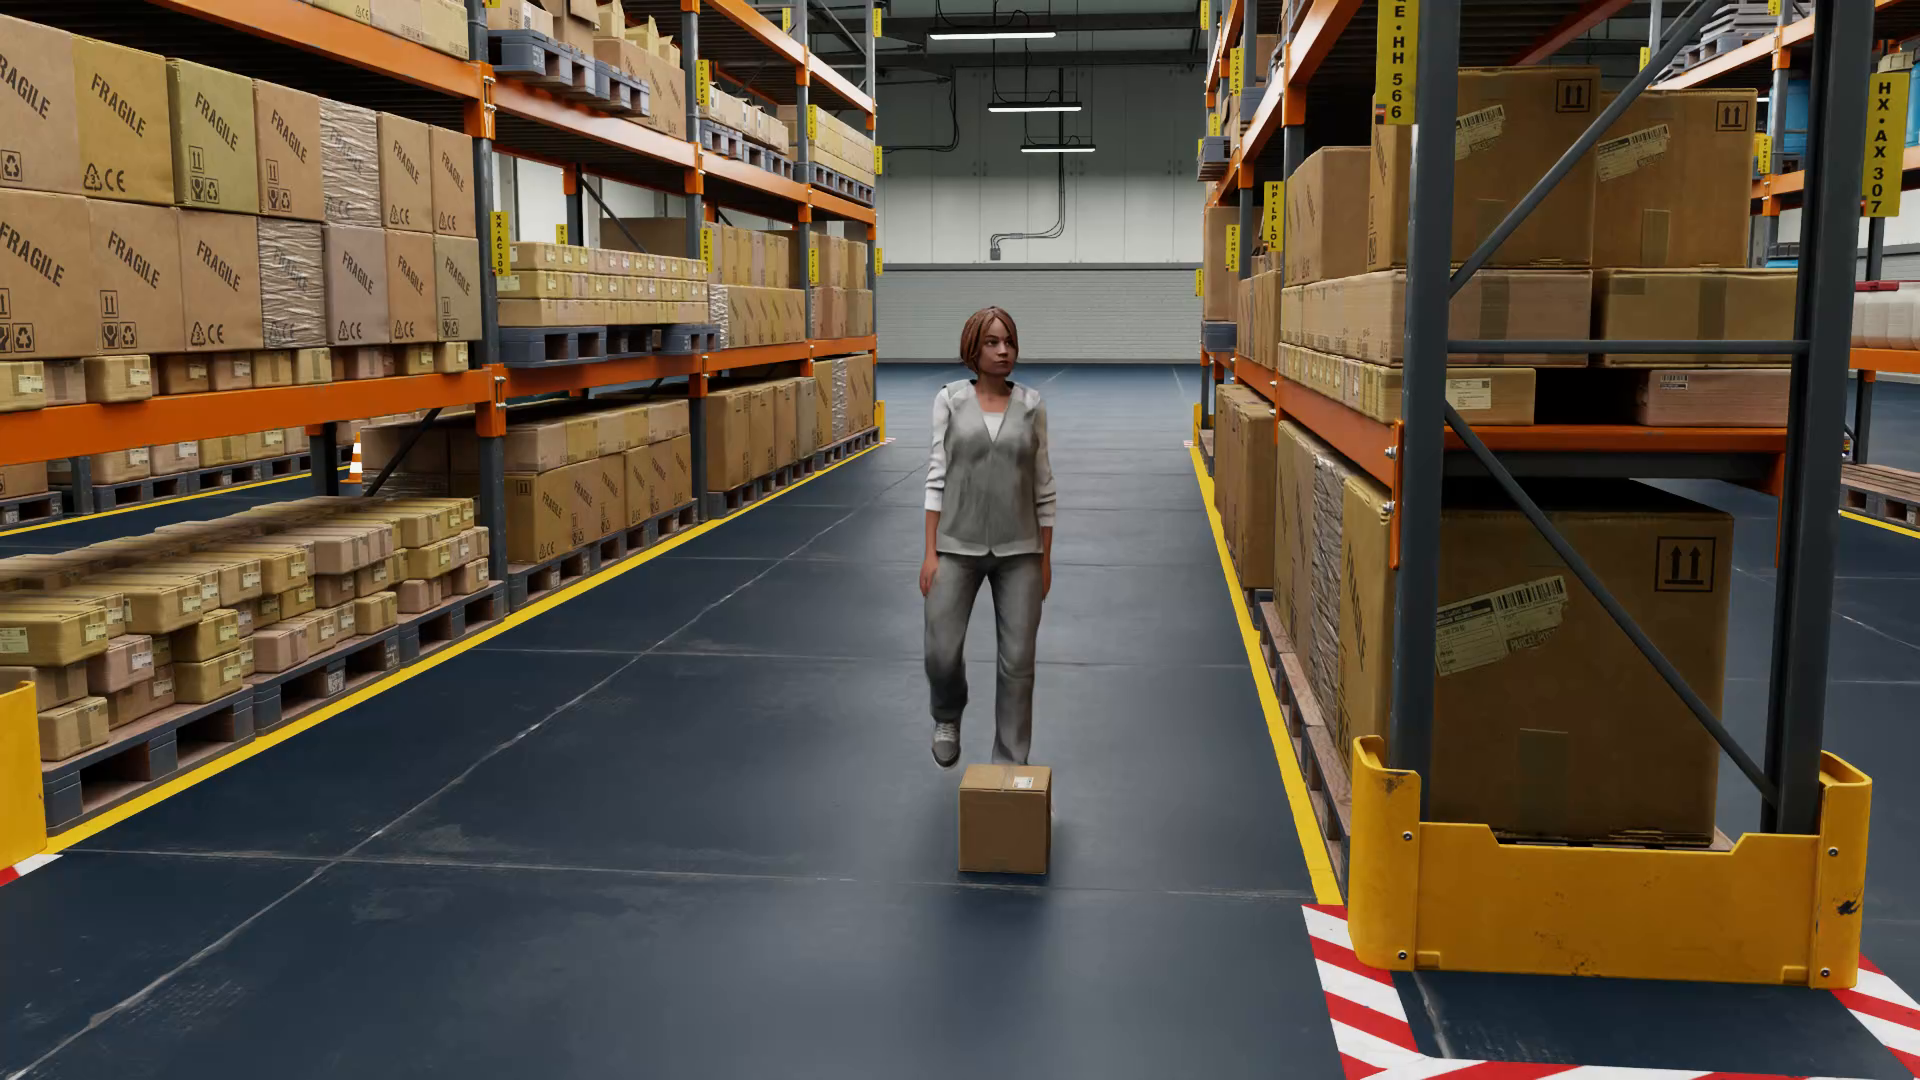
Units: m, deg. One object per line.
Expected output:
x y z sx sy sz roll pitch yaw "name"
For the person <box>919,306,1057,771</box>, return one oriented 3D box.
0.091 0.063 5.244 0.440 1.589 0.646 0 8 -3 "person"
